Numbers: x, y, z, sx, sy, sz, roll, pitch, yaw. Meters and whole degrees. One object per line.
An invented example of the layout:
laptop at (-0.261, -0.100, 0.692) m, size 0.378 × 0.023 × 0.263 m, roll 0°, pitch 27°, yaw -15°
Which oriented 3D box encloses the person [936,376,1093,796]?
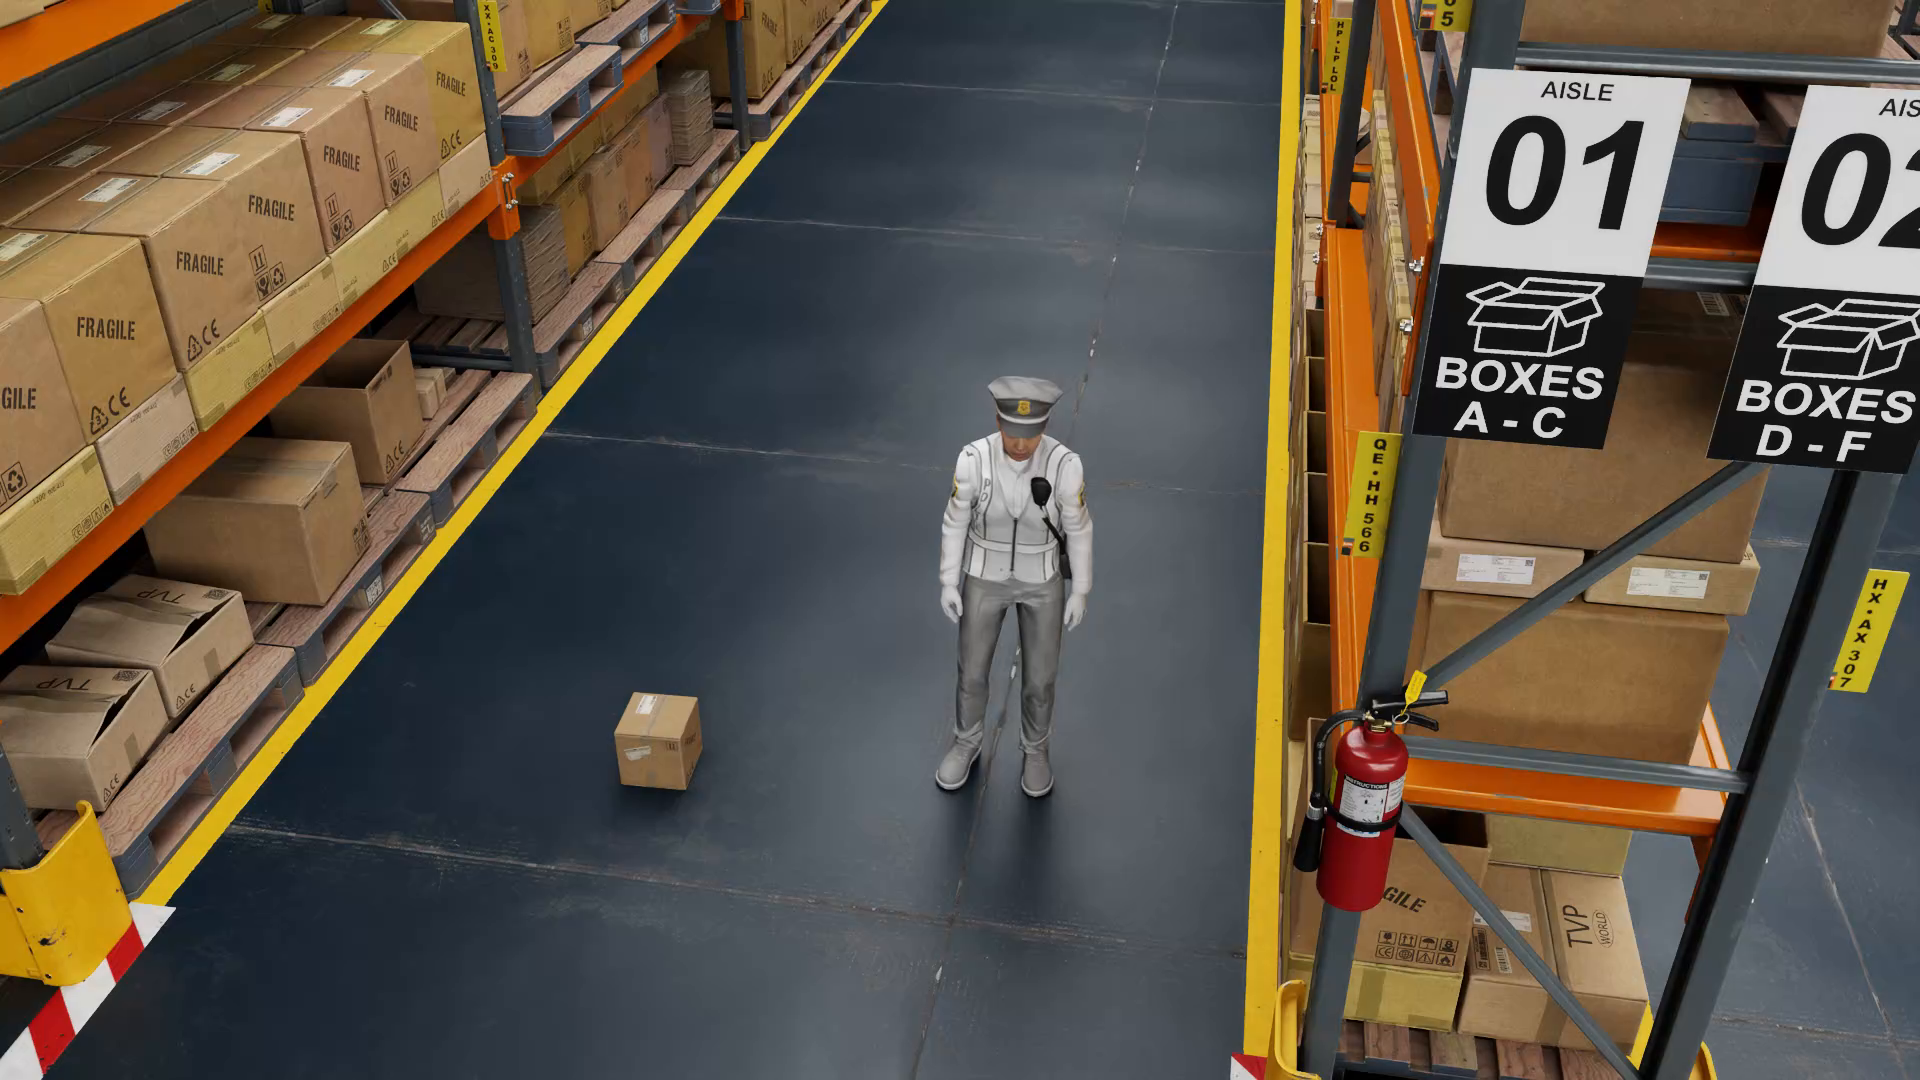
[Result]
person at (0.192, 0.162, 5.877) m, size 0.548 × 1.667 × 0.369 m, roll 3°, pitch 33°, yaw 5°
